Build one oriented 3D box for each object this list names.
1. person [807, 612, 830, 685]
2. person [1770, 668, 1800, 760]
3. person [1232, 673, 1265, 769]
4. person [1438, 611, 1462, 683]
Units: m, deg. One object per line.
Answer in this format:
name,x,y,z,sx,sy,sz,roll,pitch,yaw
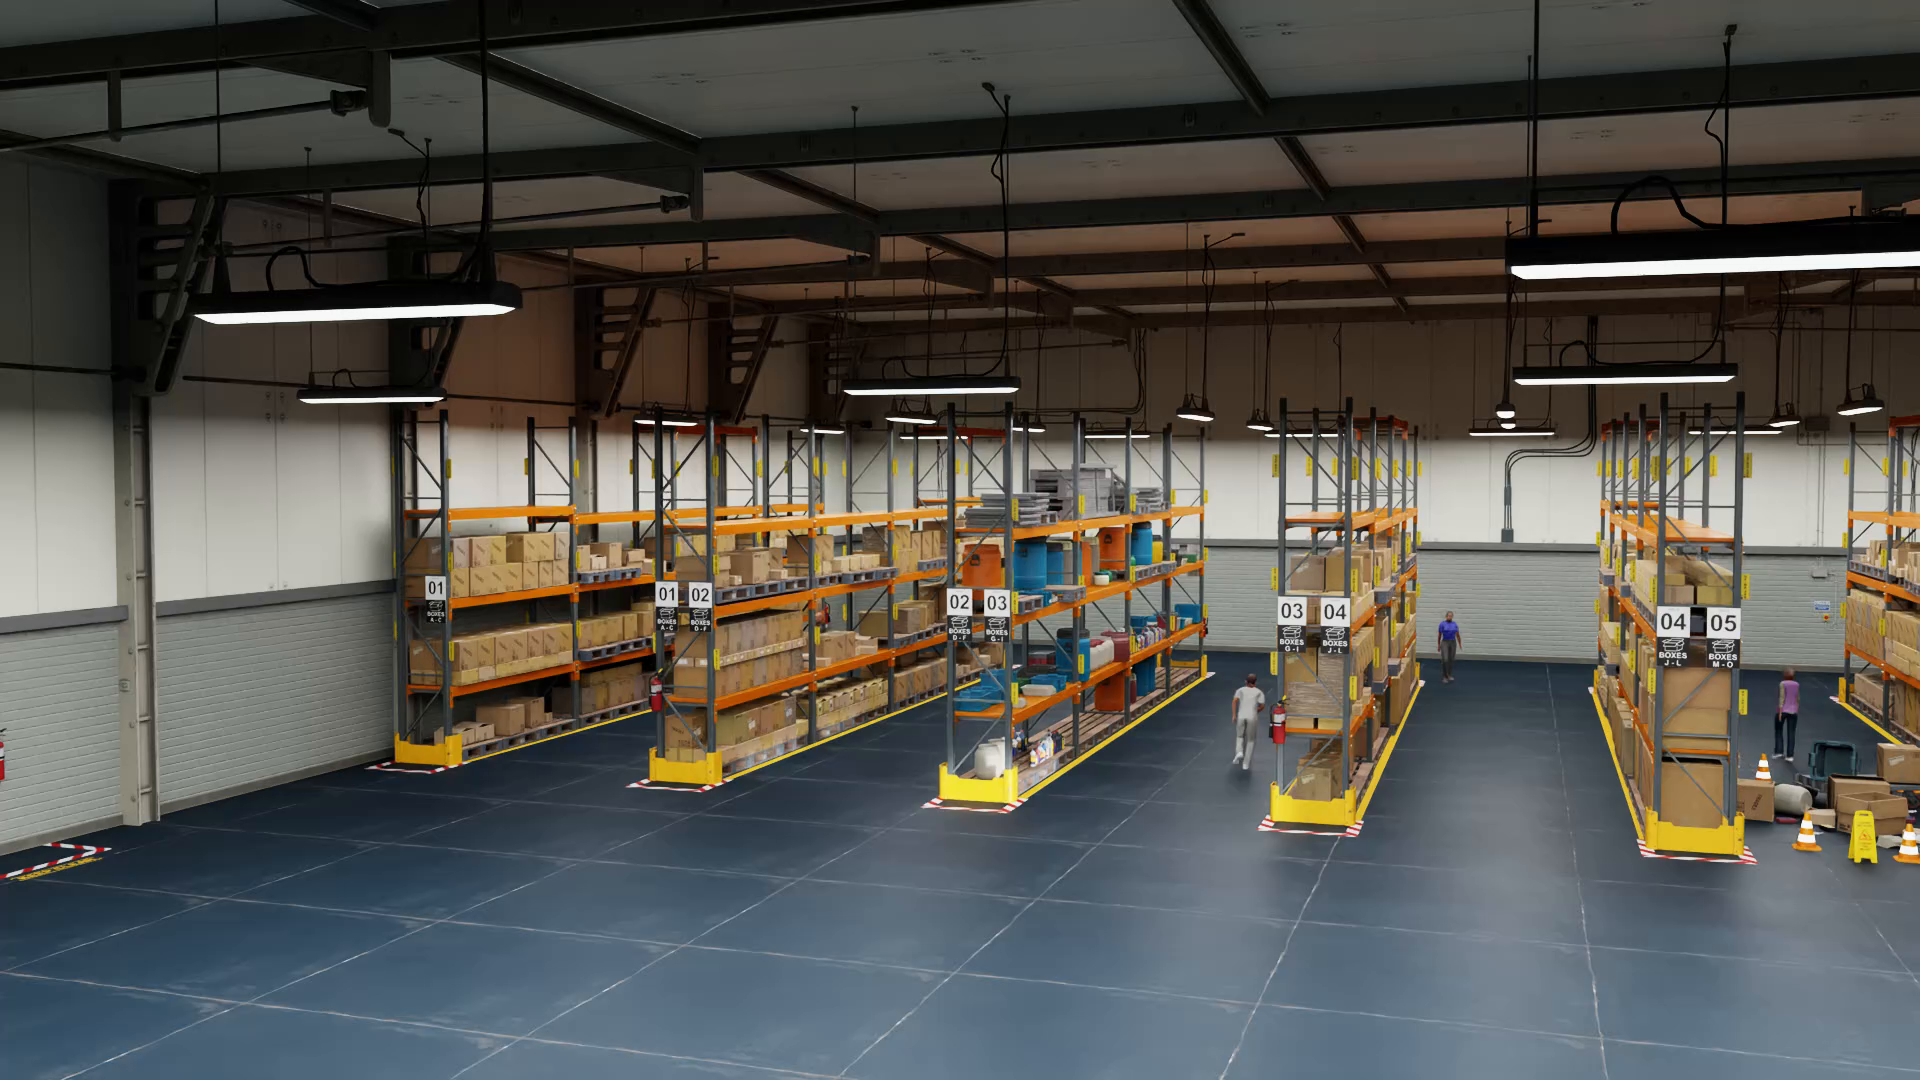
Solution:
person,-3.277,2.510,38.699,0.554,1.668,1.020,0,2,2
person,14.199,2.999,28.508,0.409,1.611,0.664,1,3,12
person,4.836,3.029,27.943,0.527,1.562,0.721,1,3,21
person,11.510,2.522,39.098,0.504,1.722,0.518,0,2,-2
